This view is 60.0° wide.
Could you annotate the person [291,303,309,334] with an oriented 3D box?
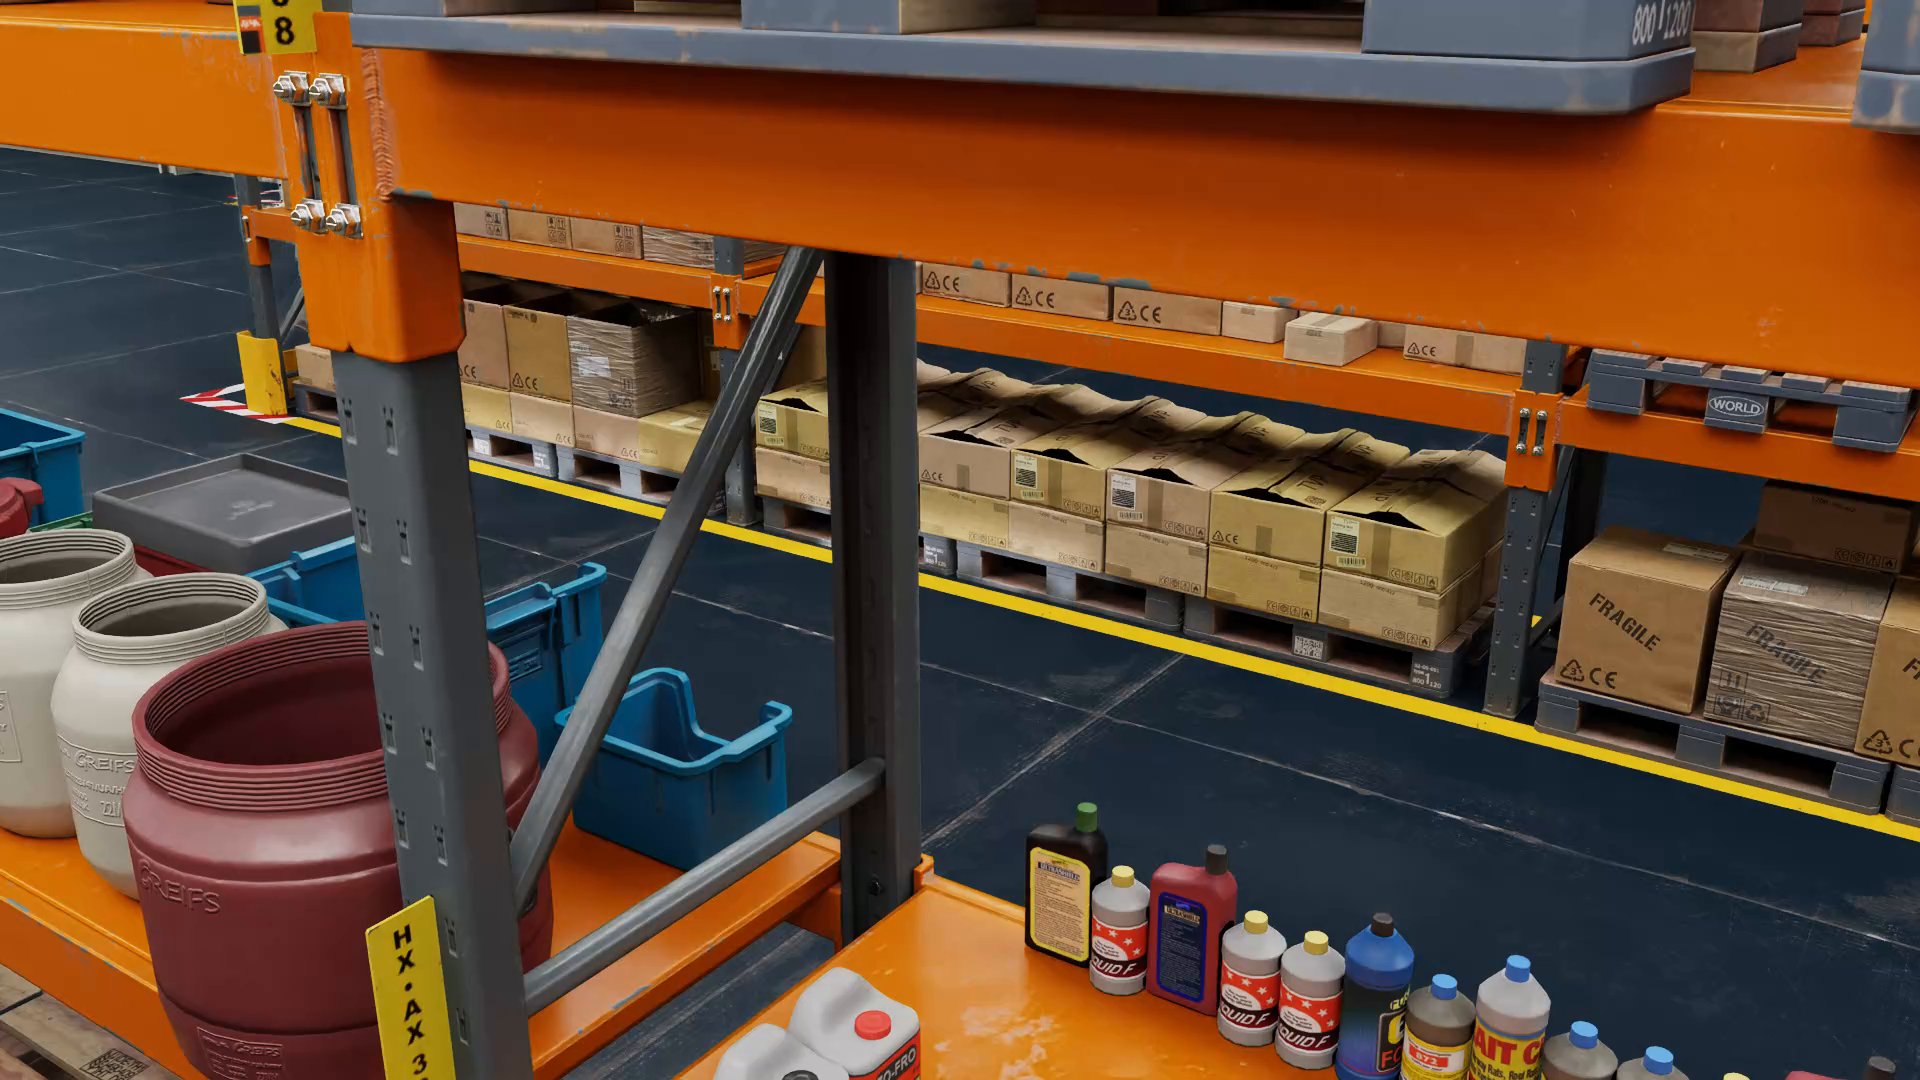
[{"bbox_3d":[-4.580,-2.280,12.354,0.953,1.612,0.556,-14,24,-34],"label":"person"}]
